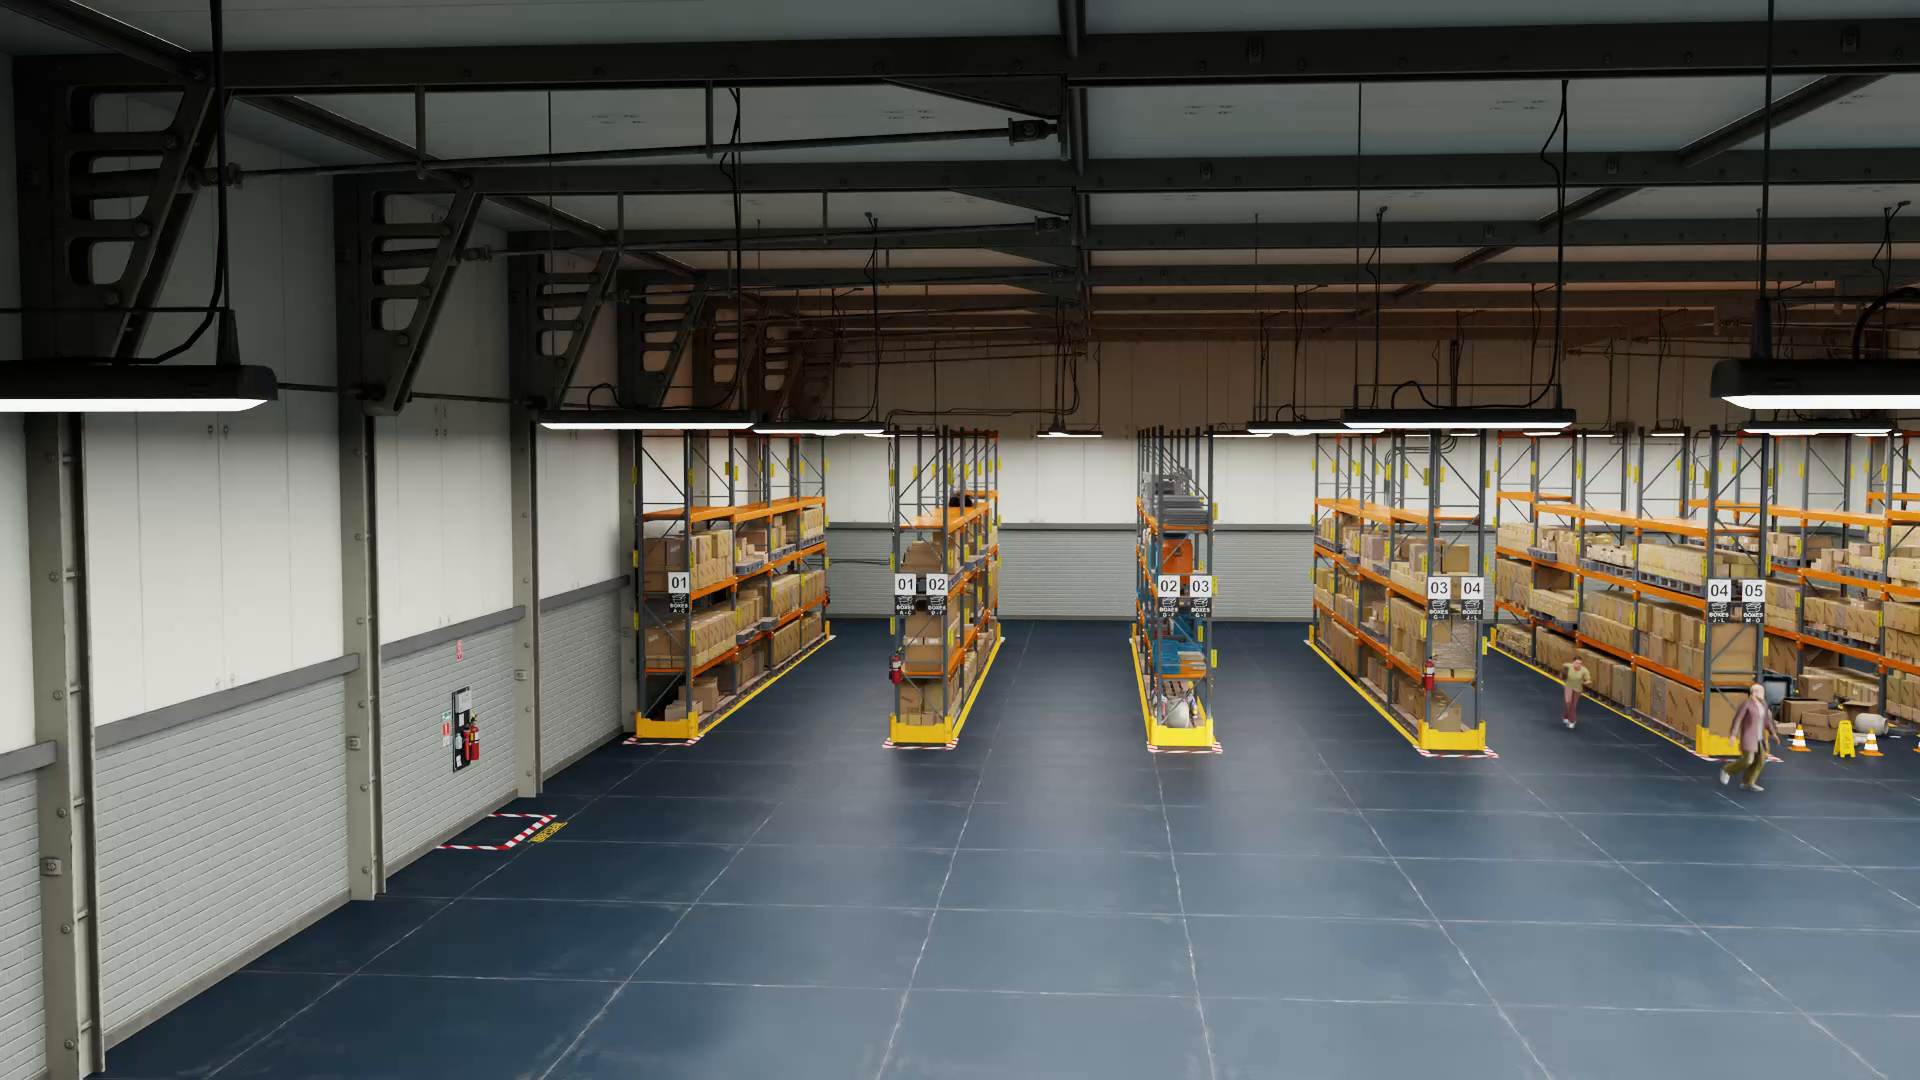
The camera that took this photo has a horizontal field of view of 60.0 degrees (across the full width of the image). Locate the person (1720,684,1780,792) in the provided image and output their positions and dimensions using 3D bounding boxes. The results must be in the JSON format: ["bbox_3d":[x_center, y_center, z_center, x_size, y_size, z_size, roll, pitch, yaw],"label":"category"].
[{"bbox_3d":[12.866,3.213,27.147,0.742,1.746,0.734,-2,4,-28],"label":"person"}]

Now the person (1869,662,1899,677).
[{"bbox_3d":[22.114,2.441,39.739,0.679,1.764,0.957,0,3,-4],"label":"person"}]

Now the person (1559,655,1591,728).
[{"bbox_3d":[12.209,2.984,33.012,0.543,1.435,1.076,1,4,13],"label":"person"}]
